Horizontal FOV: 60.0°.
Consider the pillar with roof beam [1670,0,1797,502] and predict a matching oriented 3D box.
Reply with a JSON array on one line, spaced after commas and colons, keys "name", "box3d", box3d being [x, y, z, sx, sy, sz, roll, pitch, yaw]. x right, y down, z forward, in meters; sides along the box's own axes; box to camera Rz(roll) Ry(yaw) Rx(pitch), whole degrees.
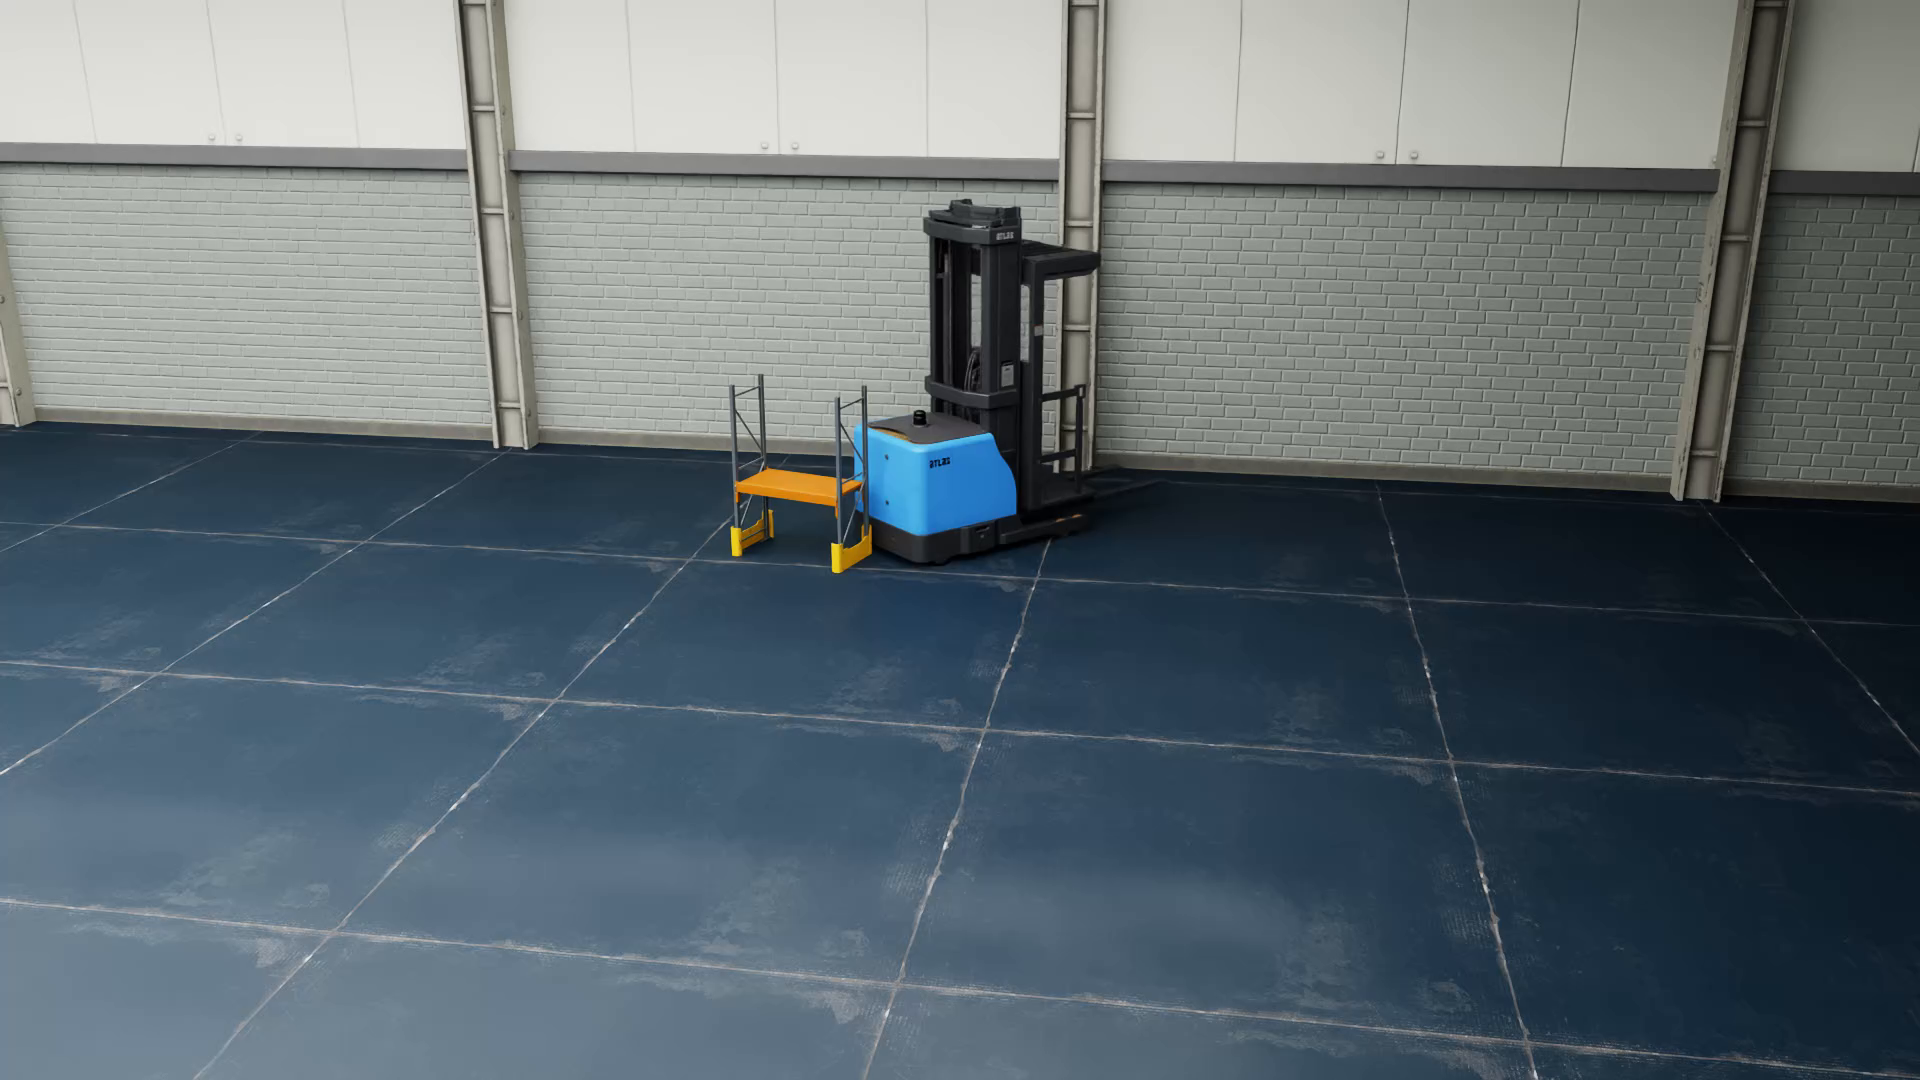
[{"name": "pillar with roof beam", "box3d": [6.407, -3.337, 10.594, 0.400, 9.000, 9.100, 3, 19, 9]}]

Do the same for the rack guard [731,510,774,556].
[{"name": "rack guard", "box3d": [-1.819, -0.065, 14.602, 0.087, 0.250, 0.587, 9, 20, 24]}]

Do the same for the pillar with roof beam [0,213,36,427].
[{"name": "pillar with roof beam", "box3d": [-11.365, -4.243, 13.302, 0.400, 9.000, 9.100, 3, 19, 9]}]

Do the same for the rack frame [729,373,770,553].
[{"name": "rack frame", "box3d": [-1.820, -0.657, 14.404, 0.032, 1.500, 0.500, 9, 20, 24]}]

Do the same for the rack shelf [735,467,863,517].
[{"name": "rack shelf", "box3d": [-1.362, -0.417, 14.254, 1.000, 0.185, 0.538, 9, 20, 24]}]

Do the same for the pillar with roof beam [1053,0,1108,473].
[{"name": "pillar with roof beam", "box3d": [0.483, -3.639, 11.497, 0.400, 9.000, 9.100, 3, 19, 9]}]

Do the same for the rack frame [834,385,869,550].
[{"name": "rack frame", "box3d": [-0.903, -0.519, 13.989, 0.032, 1.500, 0.500, 9, 20, 24]}]

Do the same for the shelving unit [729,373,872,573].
[{"name": "shelving unit", "box3d": [-1.370, -0.589, 14.201, 1.083, 1.500, 0.587, 9, 20, 24]}]

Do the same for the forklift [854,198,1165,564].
[{"name": "forklift", "box3d": [0.543, -1.538, 14.782, 3.031, 2.935, 1.130, -14, 23, -35]}]

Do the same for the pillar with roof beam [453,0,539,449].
[{"name": "pillar with roof beam", "box3d": [-5.441, -3.941, 12.399, 0.400, 9.000, 9.100, 3, 19, 9]}]

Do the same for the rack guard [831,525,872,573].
[{"name": "rack guard", "box3d": [-0.920, 0.071, 14.196, 0.087, 0.250, 0.587, 9, 20, 24]}]
